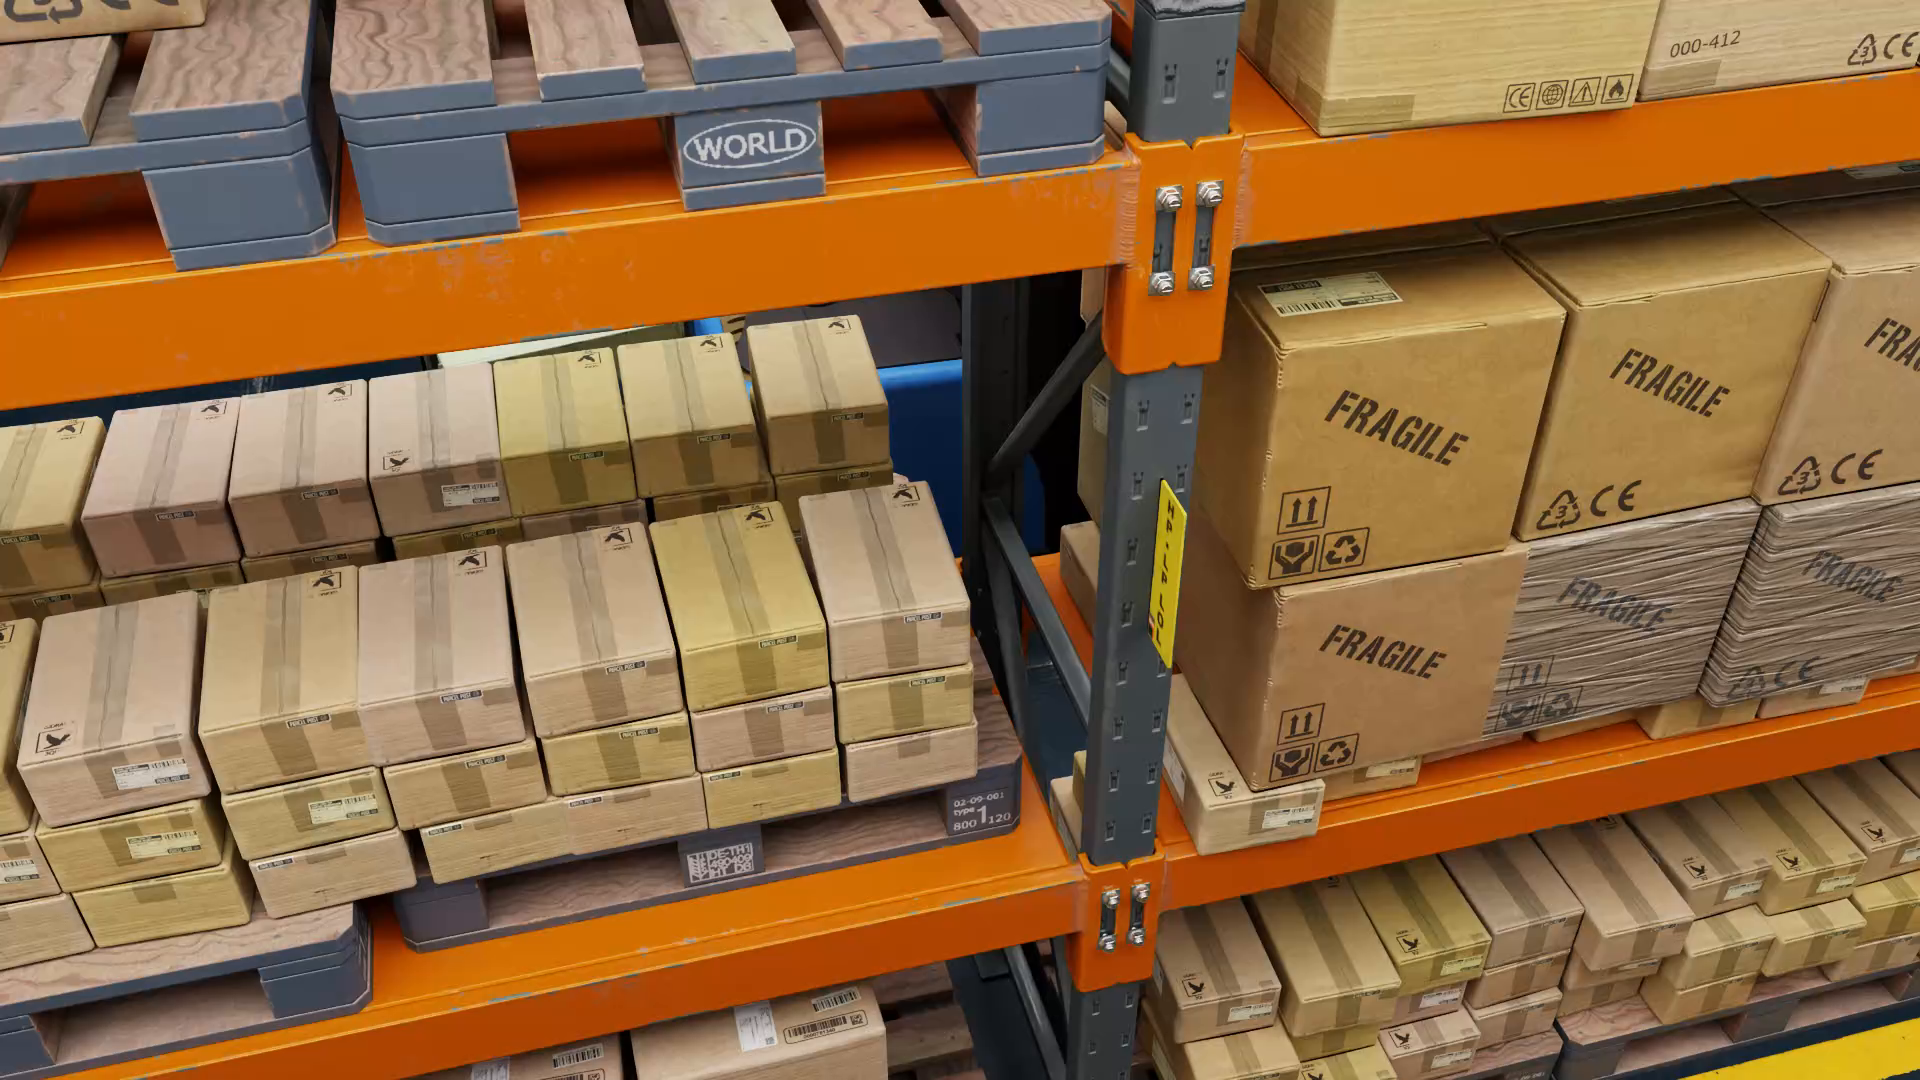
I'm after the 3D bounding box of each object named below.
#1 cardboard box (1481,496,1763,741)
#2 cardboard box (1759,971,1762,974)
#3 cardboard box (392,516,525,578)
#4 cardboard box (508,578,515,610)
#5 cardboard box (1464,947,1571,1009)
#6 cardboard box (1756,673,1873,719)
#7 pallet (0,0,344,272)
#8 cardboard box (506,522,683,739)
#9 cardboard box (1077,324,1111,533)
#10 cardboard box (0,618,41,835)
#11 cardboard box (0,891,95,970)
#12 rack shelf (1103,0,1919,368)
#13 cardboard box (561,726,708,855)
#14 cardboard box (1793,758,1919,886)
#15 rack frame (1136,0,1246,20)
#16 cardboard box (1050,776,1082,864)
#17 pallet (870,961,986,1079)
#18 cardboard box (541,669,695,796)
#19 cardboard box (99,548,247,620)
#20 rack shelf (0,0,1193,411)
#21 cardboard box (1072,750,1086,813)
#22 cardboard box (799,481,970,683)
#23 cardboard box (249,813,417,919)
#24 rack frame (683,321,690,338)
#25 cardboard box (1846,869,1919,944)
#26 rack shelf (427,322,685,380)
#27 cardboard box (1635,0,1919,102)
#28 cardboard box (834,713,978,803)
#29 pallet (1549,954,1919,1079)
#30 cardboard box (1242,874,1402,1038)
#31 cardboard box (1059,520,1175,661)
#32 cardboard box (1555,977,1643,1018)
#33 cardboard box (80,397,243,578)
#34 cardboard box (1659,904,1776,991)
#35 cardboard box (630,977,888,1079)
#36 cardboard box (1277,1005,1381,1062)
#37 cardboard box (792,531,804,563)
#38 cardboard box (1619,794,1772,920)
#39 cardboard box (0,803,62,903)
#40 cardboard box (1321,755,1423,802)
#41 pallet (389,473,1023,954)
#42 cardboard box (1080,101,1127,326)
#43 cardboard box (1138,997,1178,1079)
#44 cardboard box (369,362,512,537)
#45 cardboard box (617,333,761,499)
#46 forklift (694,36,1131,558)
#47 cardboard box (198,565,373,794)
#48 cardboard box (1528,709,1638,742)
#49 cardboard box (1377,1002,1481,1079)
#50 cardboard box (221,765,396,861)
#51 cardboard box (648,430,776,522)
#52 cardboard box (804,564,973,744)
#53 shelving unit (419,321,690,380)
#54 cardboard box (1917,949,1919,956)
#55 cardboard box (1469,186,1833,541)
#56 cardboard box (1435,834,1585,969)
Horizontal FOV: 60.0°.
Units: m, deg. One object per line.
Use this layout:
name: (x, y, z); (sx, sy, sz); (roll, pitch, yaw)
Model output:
cardboard box: (1.213, 0.024, 3.423); (0.500, 0.500, 0.500); (-9, 38, -12)
cardboard box: (2.104, 0.975, 4.507); (0.250, 0.149, 0.380); (-8, 38, -11)
cardboard box: (-1.057, -0.073, 3.493); (0.250, 0.149, 0.380); (-11, 39, -14)
cardboard box: (-1.058, 0.044, 3.584); (0.250, 0.149, 0.380); (-9, 38, -11)
cardboard box: (1.335, 0.979, 4.257); (0.250, 0.149, 0.380); (-11, 39, -14)
cardboard box: (1.810, 0.205, 3.721); (0.250, 0.149, 0.380); (-8, 38, -10)
pallet: (-1.431, -0.721, 2.409); (1.003, 0.211, 1.213); (-9, 38, -12)
cardboard box: (-0.653, 0.152, 2.953); (0.250, 0.149, 0.380); (-11, 39, -13)
cardboard box: (0.586, -0.205, 3.723); (0.500, 0.500, 0.500); (-9, 38, -12)
cardboard box: (-1.662, 0.319, 2.735); (0.250, 0.149, 0.380); (-10, 39, -13)
cardboard box: (-1.653, 0.557, 2.914); (0.250, 0.149, 0.380); (-11, 39, -13)
rack shelf: (2.124, -1.028, 3.248); (4.000, 0.370, 1.077); (-9, 38, -12)
cardboard box: (-0.630, 0.387, 3.137); (0.250, 0.149, 0.380); (-9, 38, -12)
cardboard box: (2.340, 0.700, 4.377); (0.250, 0.149, 0.380); (-11, 39, -13)
rack frame: (0.193, -2.188, 1.704); (0.127, 3.000, 1.000); (-9, 38, -12)
cardboard box: (0.414, 0.806, 4.484); (0.250, 0.149, 0.380); (-9, 38, -11)
pallet: (-0.558, 1.427, 4.211); (1.213, 0.211, 1.003); (-9, 38, -12)
cardboard box: (-0.634, 0.269, 3.046); (0.250, 0.149, 0.380); (-8, 38, -10)
cardboard box: (-1.573, 0.013, 3.380); (0.250, 0.149, 0.380); (-10, 39, -13)
rack shelf: (-1.738, -0.394, 2.420); (4.000, 0.370, 1.077); (-9, 38, -12)
cardboard box: (0.469, 0.715, 4.358); (0.250, 0.149, 0.380); (-8, 38, -11)
cardboard box: (-0.144, 0.070, 3.062); (0.250, 0.149, 0.380); (-8, 38, -10)
cardboard box: (-1.140, 0.474, 3.023); (0.250, 0.149, 0.380); (-11, 39, -14)
rack frame: (-0.908, -0.337, 5.456); (0.023, 1.500, 0.400); (-16, 40, -19)
cardboard box: (2.369, 0.862, 4.410); (0.250, 0.149, 0.380); (-7, 38, -10)
rack shelf: (-1.241, -0.554, 5.098); (0.720, 0.370, 0.431); (-16, 40, -19)
cardboard box: (1.190, -0.940, 2.665); (0.500, 0.250, 0.500); (-10, 39, -13)
cardboard box: (-0.139, 0.307, 3.241); (0.250, 0.149, 0.380); (-10, 39, -13)
pallet: (2.012, 0.980, 4.795); (1.213, 0.211, 1.003); (-9, 38, -12)
cardboard box: (0.861, 0.982, 4.008); (0.250, 0.149, 0.380); (-8, 38, -10)
cardboard box: (0.408, 0.112, 3.841); (0.250, 0.149, 0.380); (-10, 38, -12)
cardboard box: (1.594, 1.046, 4.414); (0.250, 0.149, 0.380); (-11, 39, -14)
cardboard box: (-1.555, -0.110, 3.297); (0.250, 0.149, 0.380); (-8, 38, -10)
cardboard box: (1.866, 0.946, 4.300); (0.250, 0.149, 0.380); (-10, 38, -12)
cardboard box: (-0.460, 0.989, 3.582); (0.500, 0.250, 0.500); (-10, 39, -13)
cardboard box: (0.847, 1.080, 4.126); (0.250, 0.149, 0.380); (-9, 38, -12)
cardboard box: (-0.307, -0.080, 3.746); (0.250, 0.149, 0.380); (-11, 39, -14)
cardboard box: (1.847, 0.775, 4.280); (0.250, 0.149, 0.380); (-11, 39, -14)
cardboard box: (-1.647, 0.435, 2.829); (0.250, 0.149, 0.380); (-8, 38, -10)
cardboard box: (0.782, 0.357, 3.521); (0.250, 0.149, 0.380); (-8, 38, -11)
pallet: (-0.583, 0.307, 3.538); (1.213, 0.211, 1.003); (-9, 38, -12)
cardboard box: (0.576, -0.593, 3.407); (0.500, 0.500, 0.500); (-11, 39, -14)
cardboard box: (0.628, 1.291, 4.094); (0.250, 0.149, 0.380); (-11, 39, -14)
cardboard box: (-1.065, -0.191, 3.402); (0.250, 0.149, 0.380); (-10, 38, -13)
cardboard box: (-0.575, -0.268, 3.503); (0.250, 0.149, 0.380); (-8, 38, -11)
forklift: (0.613, -1.252, 5.475); (3.031, 2.935, 1.130); (-8, 38, -11)
cardboard box: (-1.144, 0.231, 2.851); (0.250, 0.149, 0.380); (-11, 39, -13)
cardboard box: (1.289, 0.245, 3.668); (0.250, 0.149, 0.380); (-11, 39, -14)
cardboard box: (1.112, 1.179, 4.241); (0.250, 0.149, 0.380); (-9, 38, -12)
cardboard box: (-1.148, 0.355, 2.934); (0.250, 0.149, 0.380); (-11, 39, -14)
cardboard box: (-0.557, -0.155, 3.601); (0.250, 0.149, 0.380); (-10, 39, -13)
cardboard box: (-0.140, 0.189, 3.151); (0.250, 0.149, 0.380); (-8, 38, -11)
shelving unit: (-1.241, -0.244, 5.335); (0.755, 1.500, 0.431); (-16, 40, -19)
cardboard box: (2.637, 0.948, 4.543); (0.250, 0.149, 0.380); (-11, 39, -14)
cardboard box: (1.189, -0.380, 3.128); (0.500, 0.500, 0.500); (-10, 39, -13)
cardboard box: (1.338, 0.859, 4.170); (0.250, 0.149, 0.380); (-10, 39, -13)
